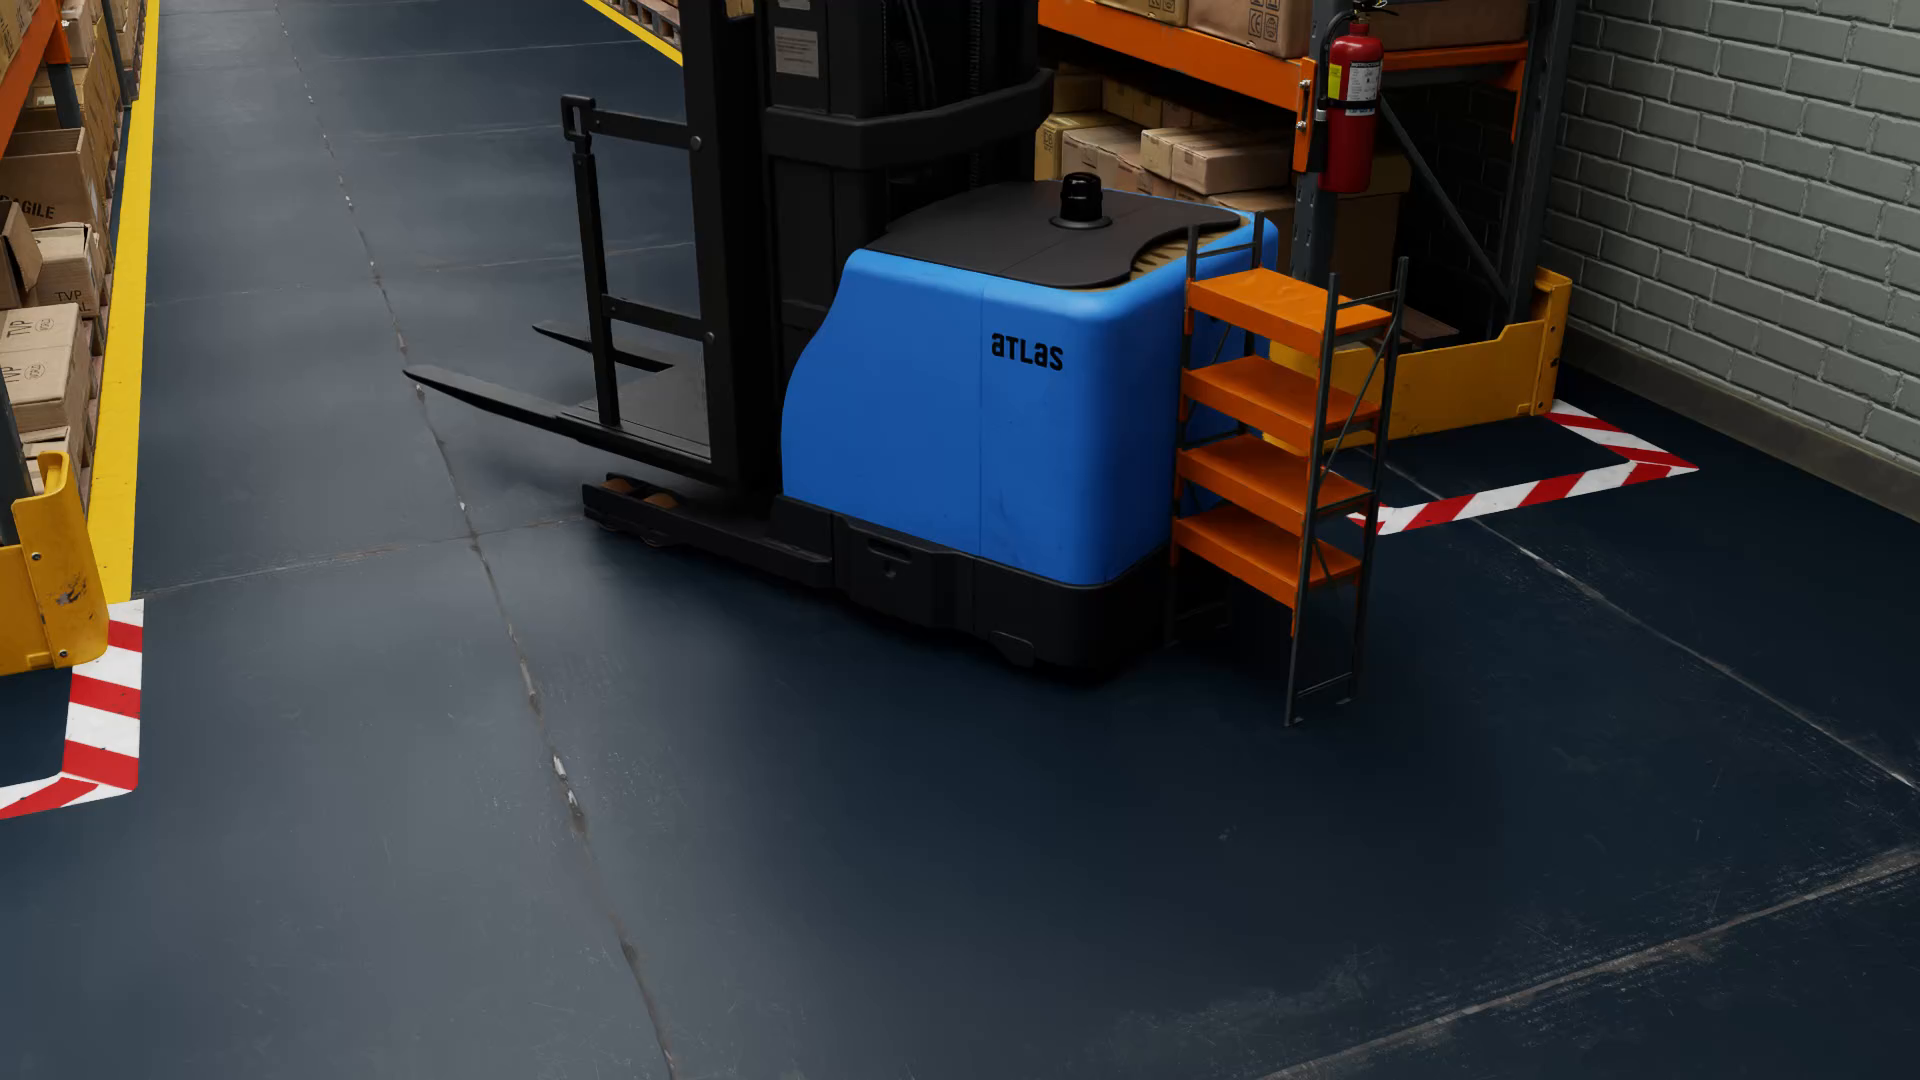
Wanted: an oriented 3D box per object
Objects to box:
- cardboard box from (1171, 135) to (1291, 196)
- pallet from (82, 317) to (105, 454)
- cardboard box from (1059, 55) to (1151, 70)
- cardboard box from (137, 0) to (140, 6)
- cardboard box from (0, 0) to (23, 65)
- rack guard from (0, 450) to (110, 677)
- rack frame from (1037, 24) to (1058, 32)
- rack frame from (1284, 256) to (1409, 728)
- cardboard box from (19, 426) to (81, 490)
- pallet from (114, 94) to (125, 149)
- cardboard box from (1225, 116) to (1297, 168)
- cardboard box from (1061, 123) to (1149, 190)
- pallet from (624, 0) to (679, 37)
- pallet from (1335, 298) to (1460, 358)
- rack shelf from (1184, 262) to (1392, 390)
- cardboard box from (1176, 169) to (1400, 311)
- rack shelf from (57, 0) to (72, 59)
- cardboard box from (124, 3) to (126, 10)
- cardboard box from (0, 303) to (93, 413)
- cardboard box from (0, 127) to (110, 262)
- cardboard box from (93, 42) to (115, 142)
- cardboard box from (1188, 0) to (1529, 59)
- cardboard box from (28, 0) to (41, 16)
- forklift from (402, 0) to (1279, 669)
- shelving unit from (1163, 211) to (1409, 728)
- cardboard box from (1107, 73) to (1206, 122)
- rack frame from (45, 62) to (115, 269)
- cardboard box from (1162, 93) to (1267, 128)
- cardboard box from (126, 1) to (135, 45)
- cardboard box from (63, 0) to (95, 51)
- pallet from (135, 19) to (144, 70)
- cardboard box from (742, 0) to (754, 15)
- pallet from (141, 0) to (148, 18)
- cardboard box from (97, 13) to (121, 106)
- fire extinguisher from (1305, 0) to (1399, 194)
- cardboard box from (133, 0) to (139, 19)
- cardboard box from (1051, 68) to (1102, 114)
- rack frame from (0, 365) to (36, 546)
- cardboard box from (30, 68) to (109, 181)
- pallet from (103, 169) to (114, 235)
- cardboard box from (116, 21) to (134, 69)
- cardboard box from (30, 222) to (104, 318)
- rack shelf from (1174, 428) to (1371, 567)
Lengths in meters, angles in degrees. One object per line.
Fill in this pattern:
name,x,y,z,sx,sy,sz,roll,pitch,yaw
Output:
cardboard box,1.047,-1.452,6.436,0.380,0.149,0.250,-11,28,-21
pallet,-3.742,-0.547,6.130,1.003,0.211,1.213,-11,28,-21
cardboard box,0.701,-2.235,8.040,0.380,0.149,0.250,-12,28,-22
cardboard box,-7.196,-4.636,13.982,0.500,0.250,0.500,-11,28,-21
cardboard box,-3.452,-1.838,5.482,0.500,0.500,0.500,-10,28,-20
rack guard,-2.955,0.136,4.401,1.175,0.500,0.348,-11,28,-21
rack frame,0.065,-3.424,8.843,1.000,3.000,0.127,-11,28,-21
rack frame,0.938,-0.089,4.065,0.240,1.200,0.015,-16,30,-30
cardboard box,-2.871,-0.210,4.989,0.380,0.166,0.250,-11,28,-21
pallet,-5.801,-2.625,10.386,1.003,0.211,1.213,-11,28,-21
cardboard box,1.299,-1.619,6.779,0.380,0.149,0.250,-10,28,-20
cardboard box,0.871,-1.545,7.365,0.700,0.500,0.500,-12,28,-22
pallet,-2.280,-4.593,14.416,1.003,0.211,1.213,-11,28,-21
pallet,1.246,-0.865,6.781,1.003,0.211,1.213,-11,28,-21
rack shelf,0.804,-0.532,4.076,0.258,0.148,0.480,-16,30,-30
cardboard box,1.265,-1.140,6.536,0.700,0.500,0.500,-11,28,-21
rack shelf,-5.275,-3.055,8.909,1.077,0.370,4.000,-11,28,-21
cardboard box,-6.207,-3.863,11.760,0.500,0.311,0.500,-11,28,-22
cardboard box,-3.269,-0.590,5.673,0.500,0.250,0.500,-11,28,-21
cardboard box,-4.008,-1.464,7.178,0.500,0.500,0.500,-11,28,-21
cardboard box,-5.063,-2.503,9.306,0.500,0.500,0.500,-12,28,-23
cardboard box,1.422,-2.148,5.888,0.980,0.700,0.700,-9,28,-18
cardboard box,-3.857,-2.250,6.326,0.500,0.500,0.500,-10,28,-19
forklift,-0.585,-1.465,4.910,3.031,2.935,1.130,17,31,31
shelving unit,0.804,-0.179,4.248,0.258,1.200,0.503,-16,30,-30
cardboard box,0.901,-2.029,7.618,0.380,0.149,0.250,-11,28,-22
rack frame,-4.492,-2.571,7.097,1.000,3.000,0.127,-11,28,-21
cardboard box,1.101,-1.823,7.196,0.380,0.149,0.250,-10,28,-20
cardboard box,-6.400,-3.812,12.295,0.500,0.250,0.500,-11,28,-22
cardboard box,-5.046,-2.826,9.112,0.500,0.250,0.500,-11,28,-22
pallet,-6.819,-3.764,12.718,1.003,0.211,1.213,-11,28,-21
cardboard box,-0.997,-3.587,11.149,0.750,0.750,0.750,-11,28,-21
pallet,-7.898,-4.876,14.996,1.003,0.211,1.213,-11,28,-21
cardboard box,-5.476,-2.923,10.166,0.500,0.500,0.500,-9,28,-19
fire extinguisher,1.266,-1.466,5.348,0.296,0.674,0.183,-11,28,-21
cardboard box,-6.799,-4.225,13.140,0.500,0.250,0.500,-10,28,-19
cardboard box,0.434,-2.081,7.724,0.380,0.149,0.250,-11,28,-22
rack frame,-2.925,-0.956,3.790,1.000,3.000,0.127,-11,28,-21
cardboard box,-4.676,-2.096,8.472,0.500,0.500,0.500,-10,28,-20
pallet,-4.845,-1.640,8.368,1.003,0.211,1.213,-11,28,-21
cardboard box,-5.993,-3.401,11.452,0.500,0.250,0.500,-11,28,-21
cardboard box,-3.714,-1.076,6.599,0.500,0.311,0.500,-11,28,-21
rack shelf,0.804,-0.118,4.278,0.258,0.148,0.480,-16,30,-30
